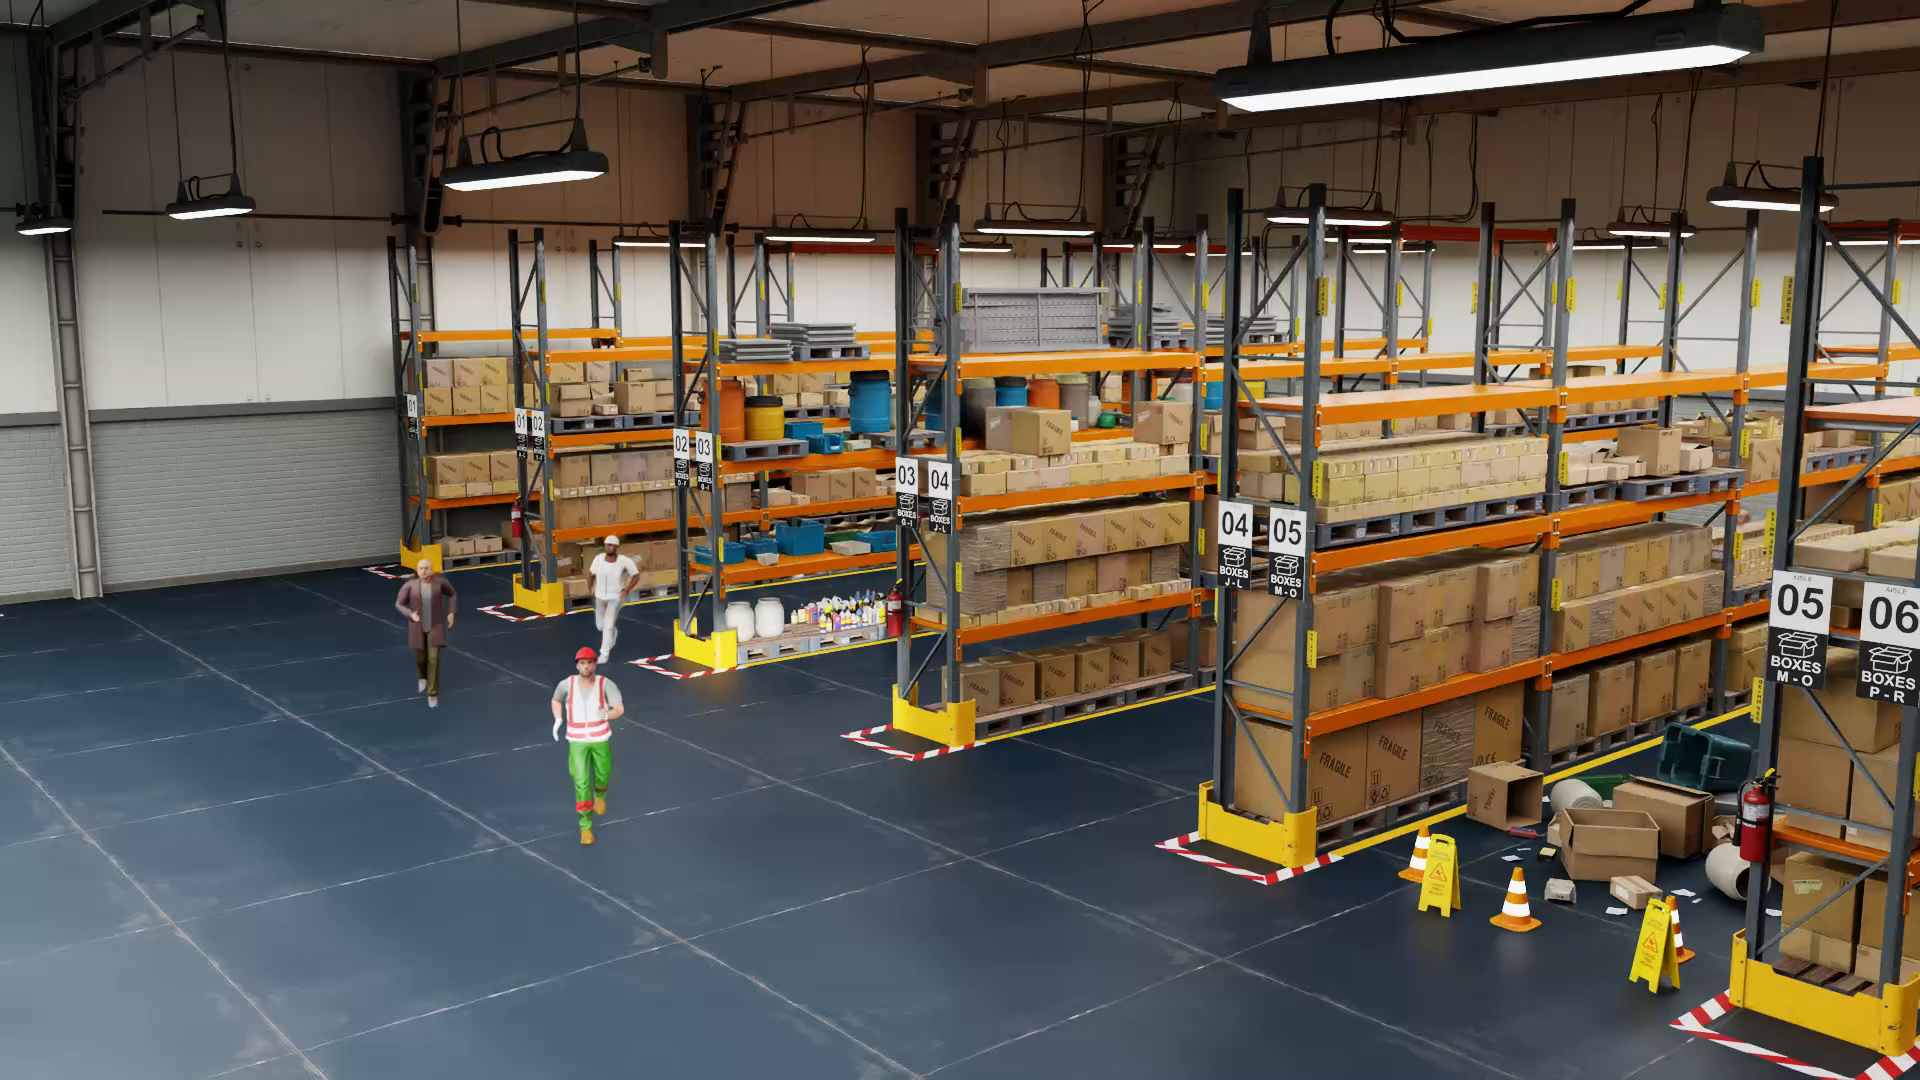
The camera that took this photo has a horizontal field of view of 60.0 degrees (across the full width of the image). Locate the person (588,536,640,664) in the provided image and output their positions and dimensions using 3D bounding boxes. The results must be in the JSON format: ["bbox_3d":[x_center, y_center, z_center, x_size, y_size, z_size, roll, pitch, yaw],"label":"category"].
[{"bbox_3d":[-4.793,0.794,23.007,0.714,1.748,0.784,2,9,13],"label":"person"}]

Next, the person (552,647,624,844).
[{"bbox_3d":[-3.491,1.877,15.641,0.663,1.766,0.997,-2,9,-13],"label":"person"}]

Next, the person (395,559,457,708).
[{"bbox_3d":[-6.627,1.118,20.703,0.734,1.799,0.933,-2,9,-15],"label":"person"}]

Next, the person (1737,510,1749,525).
[{"bbox_3d":[11.874,0.425,25.211,0.938,1.774,0.728,-5,10,-27],"label":"person"}]
